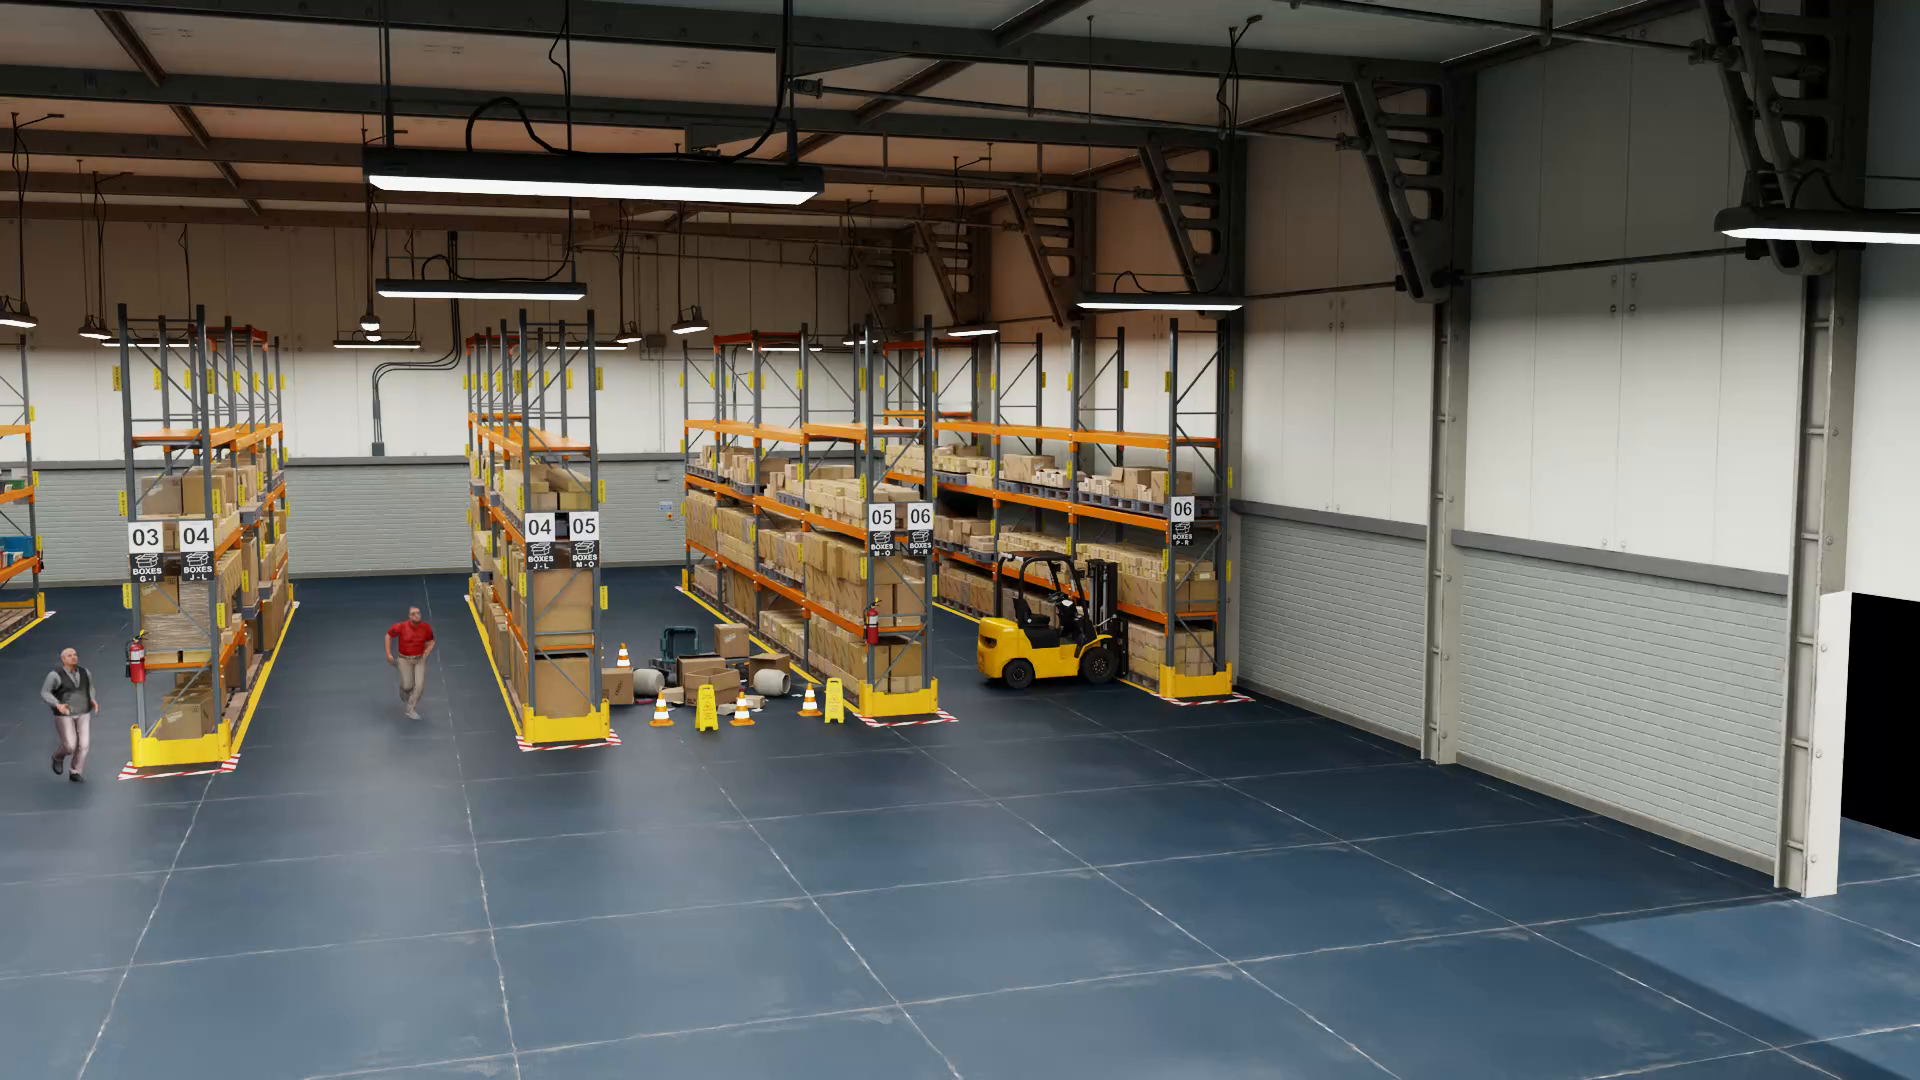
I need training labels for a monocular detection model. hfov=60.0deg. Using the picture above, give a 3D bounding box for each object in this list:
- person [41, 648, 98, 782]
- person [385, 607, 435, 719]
[{"bbox_3d":[-11.145,2.190,20.862,0.580,1.677,0.646,4,7,36],"label":"person"},{"bbox_3d":[-8.210,1.831,24.886,0.702,1.686,0.705,-4,7,-33],"label":"person"}]
